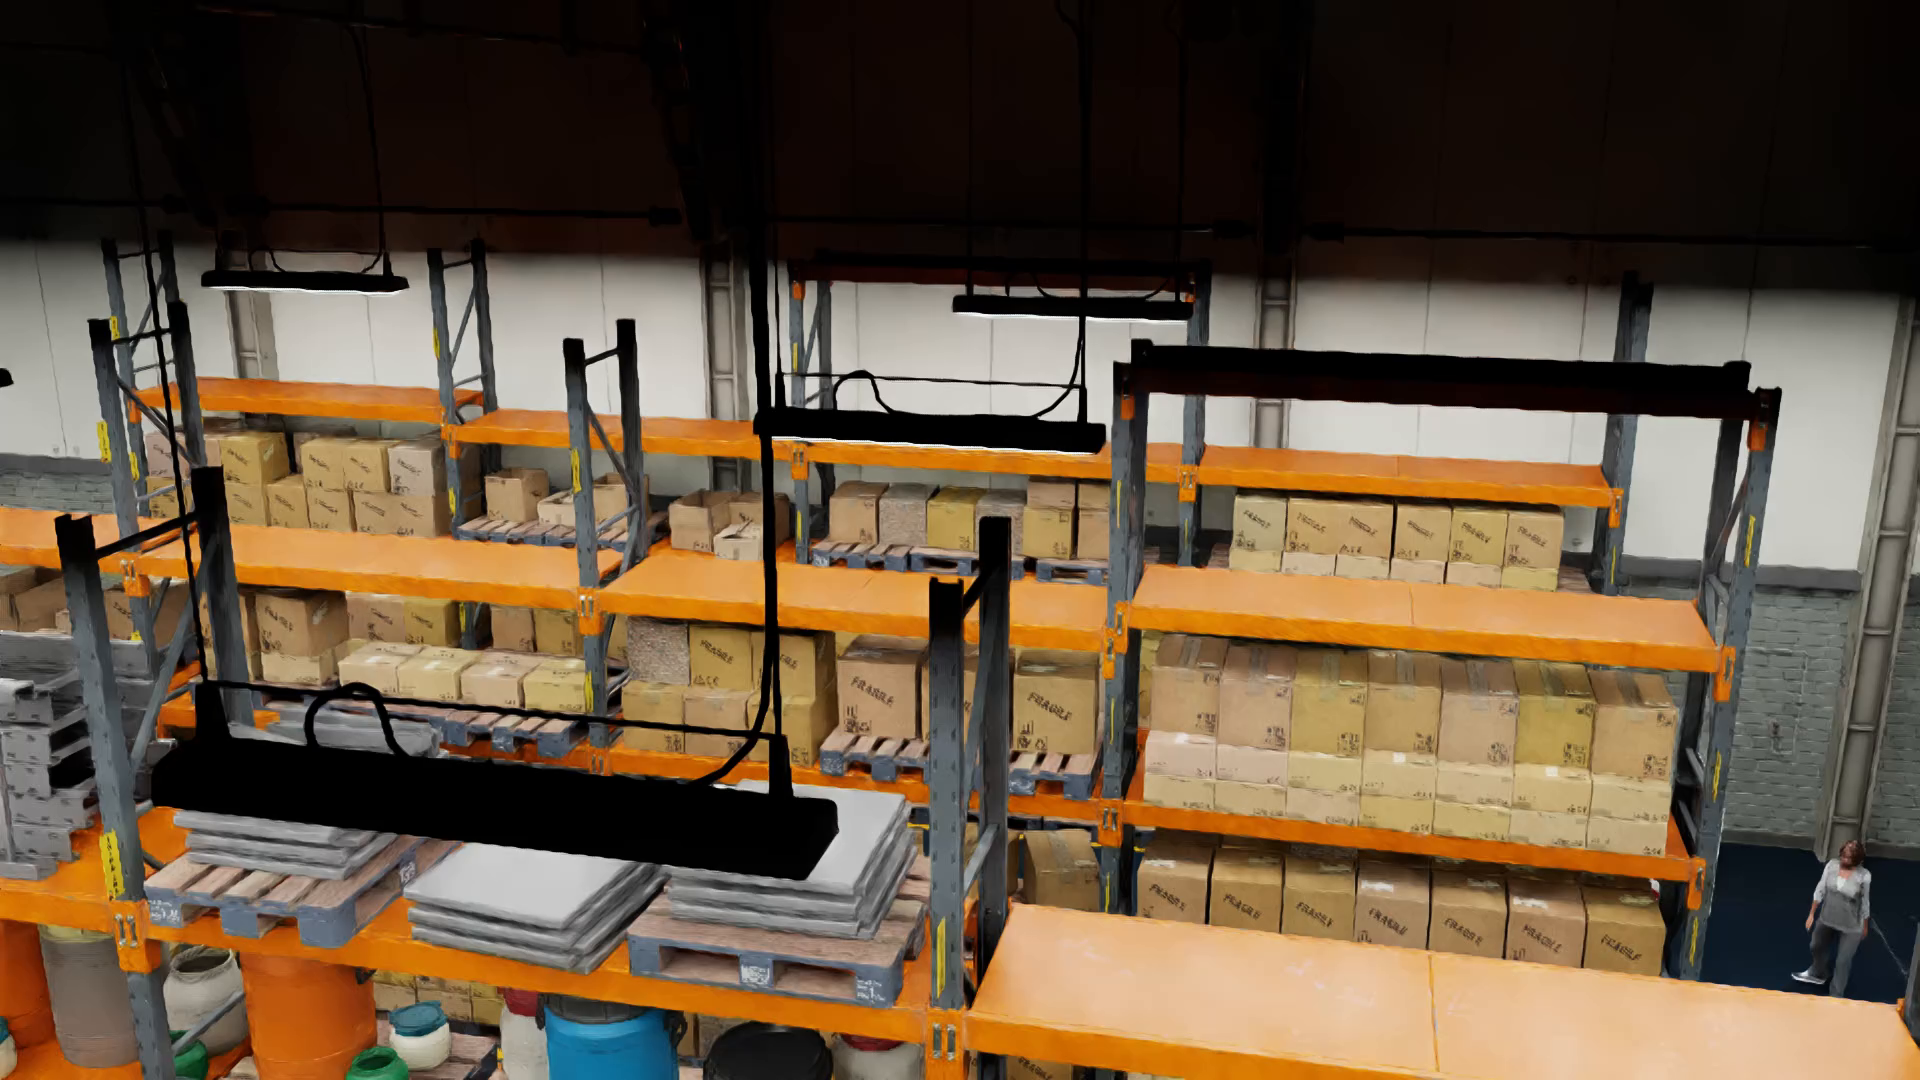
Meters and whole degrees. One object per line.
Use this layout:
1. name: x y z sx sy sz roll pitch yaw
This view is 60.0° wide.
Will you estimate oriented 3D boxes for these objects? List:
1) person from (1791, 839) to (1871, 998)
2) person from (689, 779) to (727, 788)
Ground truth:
1. person: 7.540 3.266 14.396 0.447 1.591 0.592 -12 20 -35
2. person: -2.216 2.908 15.384 0.546 1.721 0.729 3 17 11
